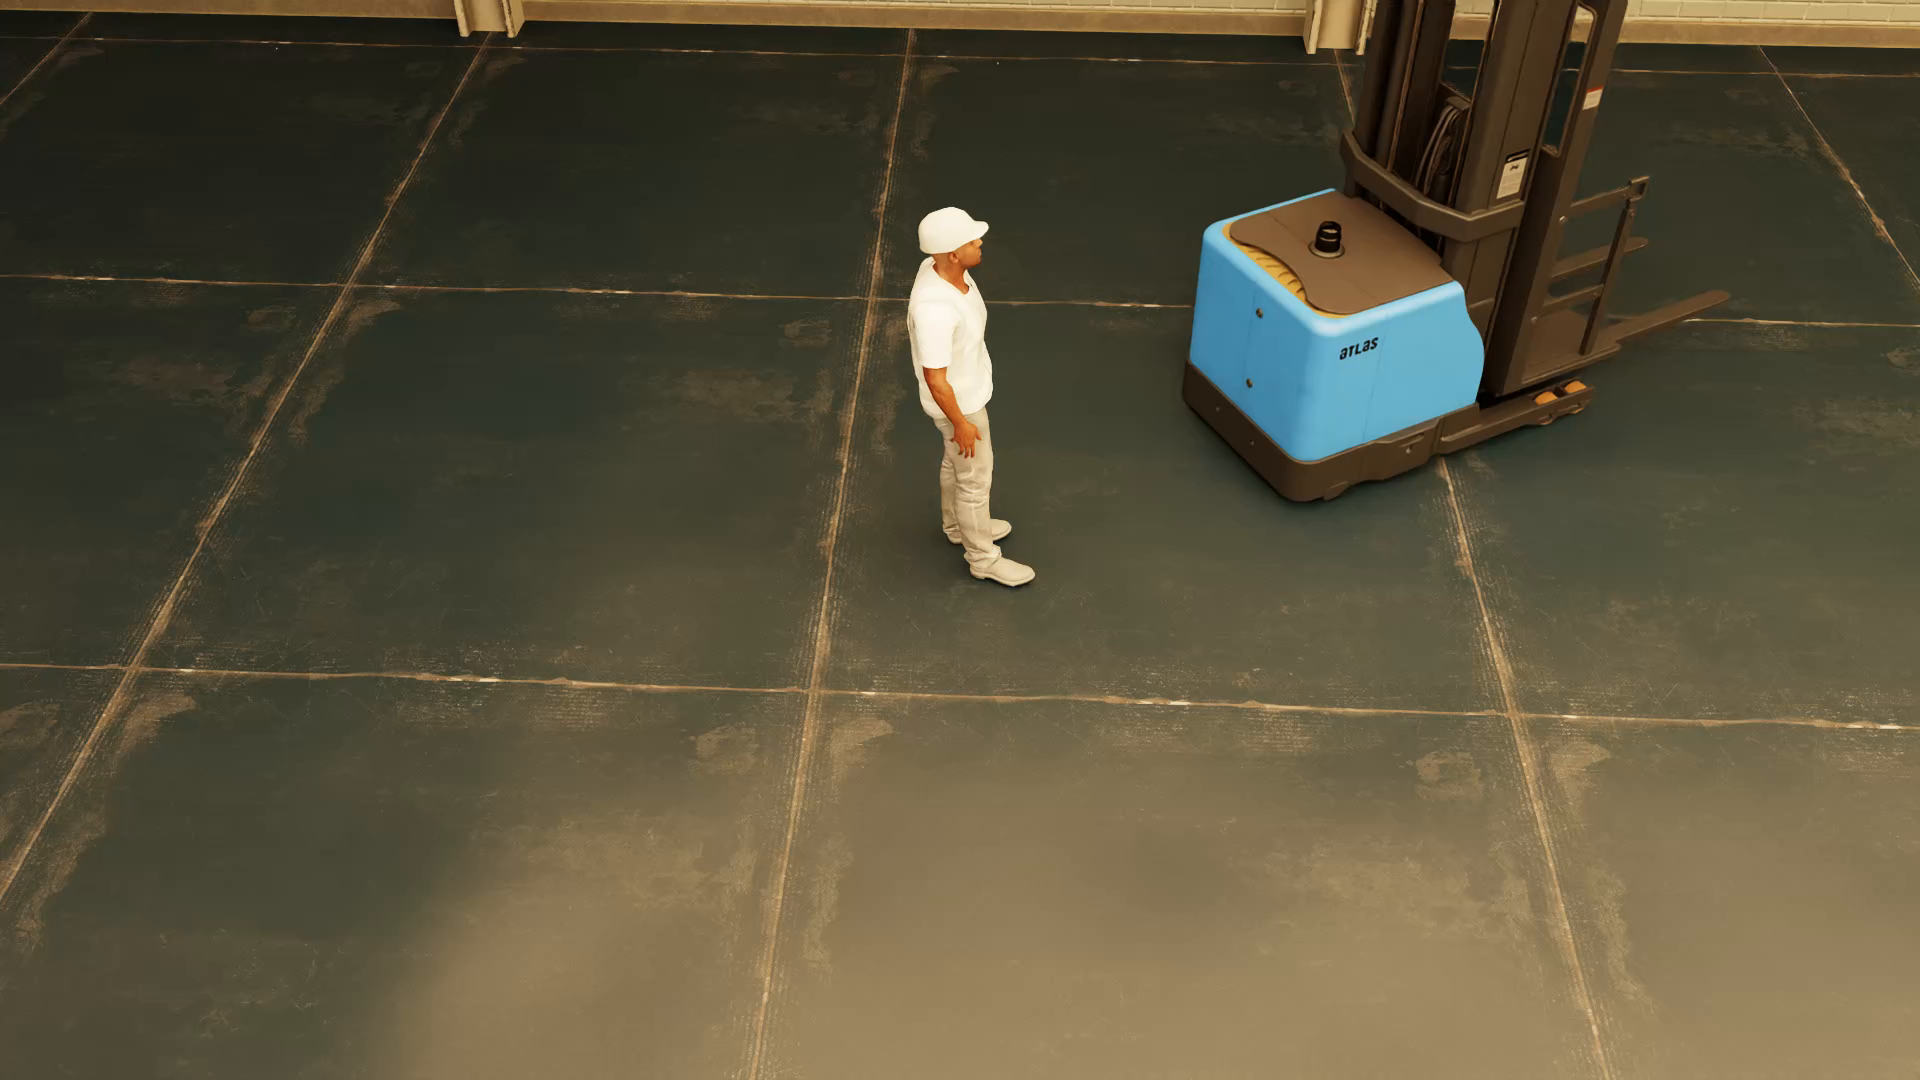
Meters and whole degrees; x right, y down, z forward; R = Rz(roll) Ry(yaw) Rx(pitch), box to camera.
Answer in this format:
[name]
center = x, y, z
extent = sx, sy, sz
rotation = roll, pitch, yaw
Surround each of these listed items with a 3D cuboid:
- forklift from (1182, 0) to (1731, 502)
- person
[forklift]
center = 2.701, -1.974, 7.904
extent = 3.031, 2.935, 1.130
rotation = -19, 46, -20
[person]
center = 0.069, -0.651, 7.309
extent = 0.576, 1.766, 0.665
rotation = 2, 42, 2
